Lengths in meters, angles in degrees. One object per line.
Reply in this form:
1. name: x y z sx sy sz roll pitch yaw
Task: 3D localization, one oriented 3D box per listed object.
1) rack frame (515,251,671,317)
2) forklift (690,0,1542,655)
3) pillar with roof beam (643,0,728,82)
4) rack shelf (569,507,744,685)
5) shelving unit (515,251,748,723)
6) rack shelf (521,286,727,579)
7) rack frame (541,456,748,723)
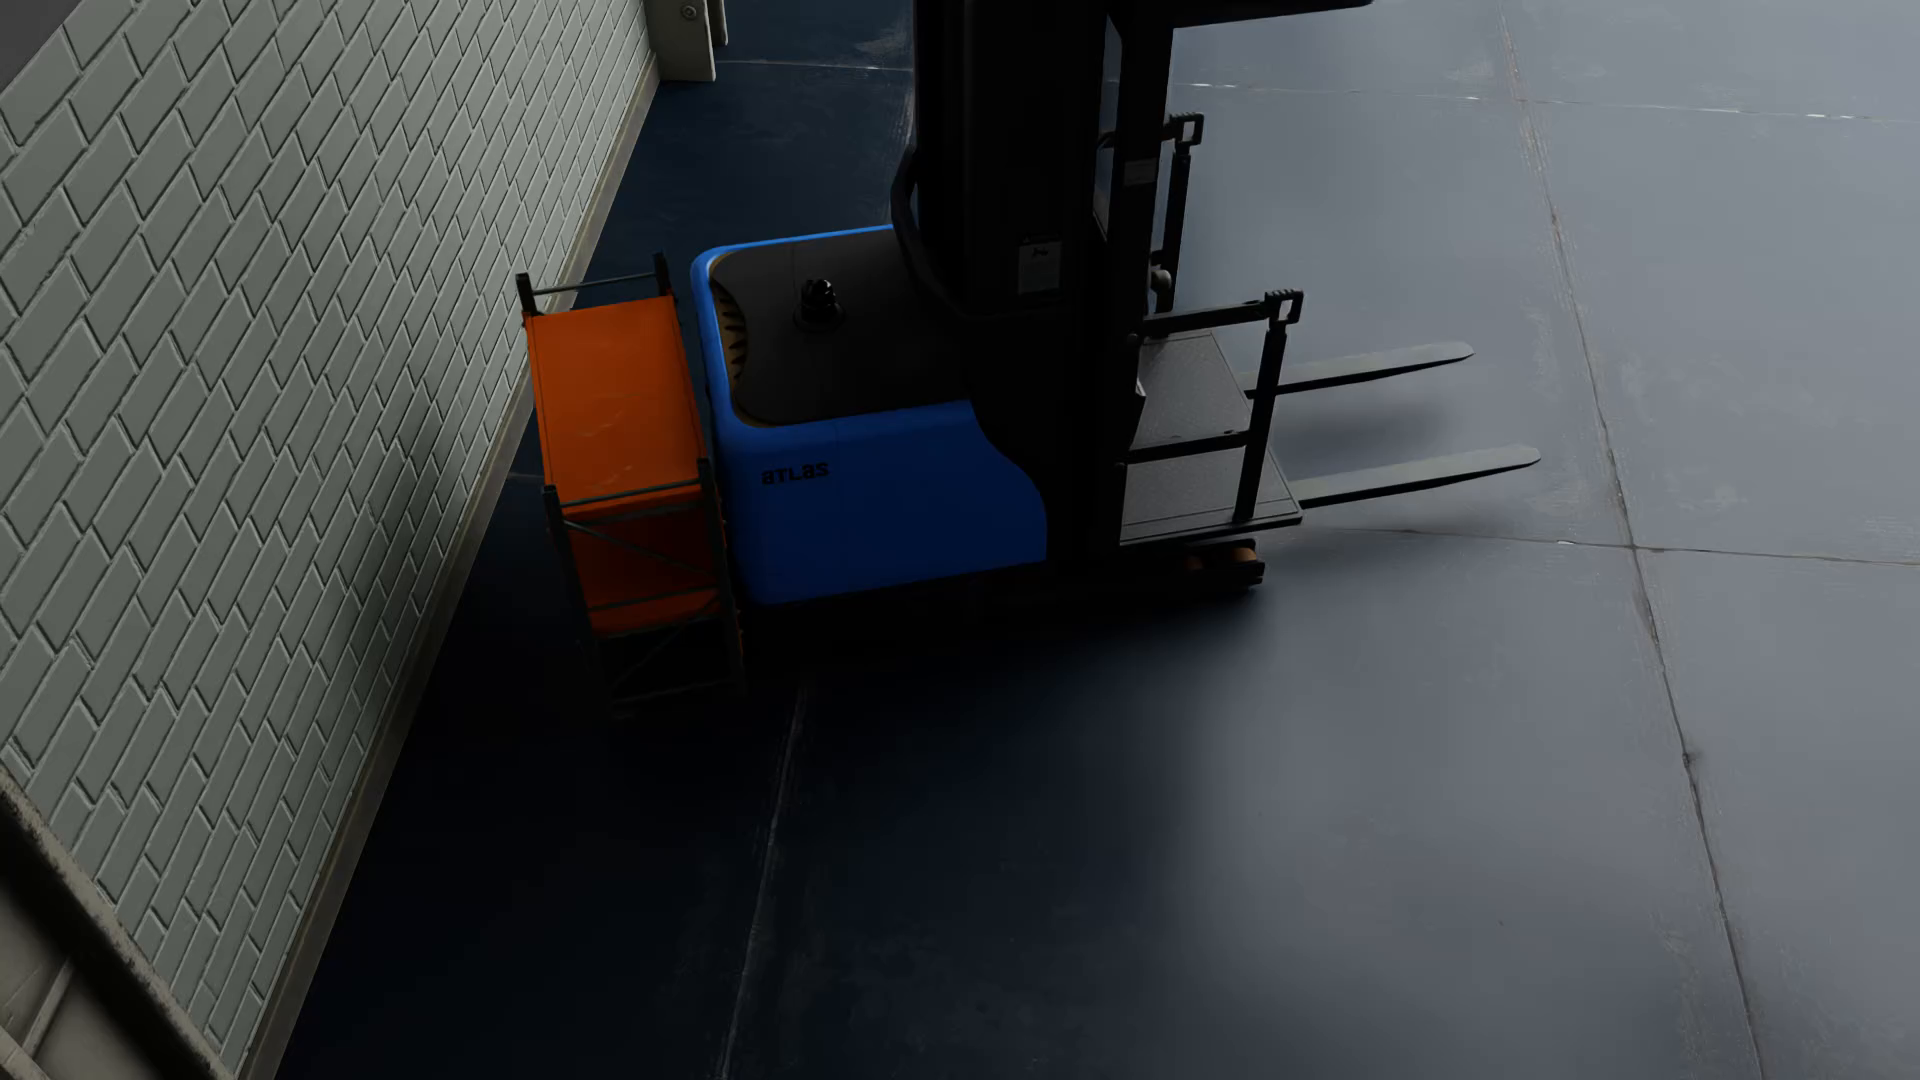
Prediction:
1. rack frame: -1.235 -0.540 5.981 0.500 1.125 0.032 -11 48 -10
2. forklift: 0.632 -1.147 5.313 3.031 2.935 1.130 -9 48 -8
3. pillar with roof beam: 2.914 -5.207 4.914 9.100 9.000 0.400 4 48 4
4. rack shelf: -1.108 -0.011 5.829 0.538 0.278 1.000 -11 48 -10
5. shelving unit: -1.108 -0.176 5.649 0.538 1.125 1.048 -11 48 -10
6. rack shelf: -1.109 -0.374 5.433 0.538 0.278 1.000 -11 48 -10
7. rack frame: -0.982 0.187 5.317 0.500 1.125 0.032 -11 48 -10
